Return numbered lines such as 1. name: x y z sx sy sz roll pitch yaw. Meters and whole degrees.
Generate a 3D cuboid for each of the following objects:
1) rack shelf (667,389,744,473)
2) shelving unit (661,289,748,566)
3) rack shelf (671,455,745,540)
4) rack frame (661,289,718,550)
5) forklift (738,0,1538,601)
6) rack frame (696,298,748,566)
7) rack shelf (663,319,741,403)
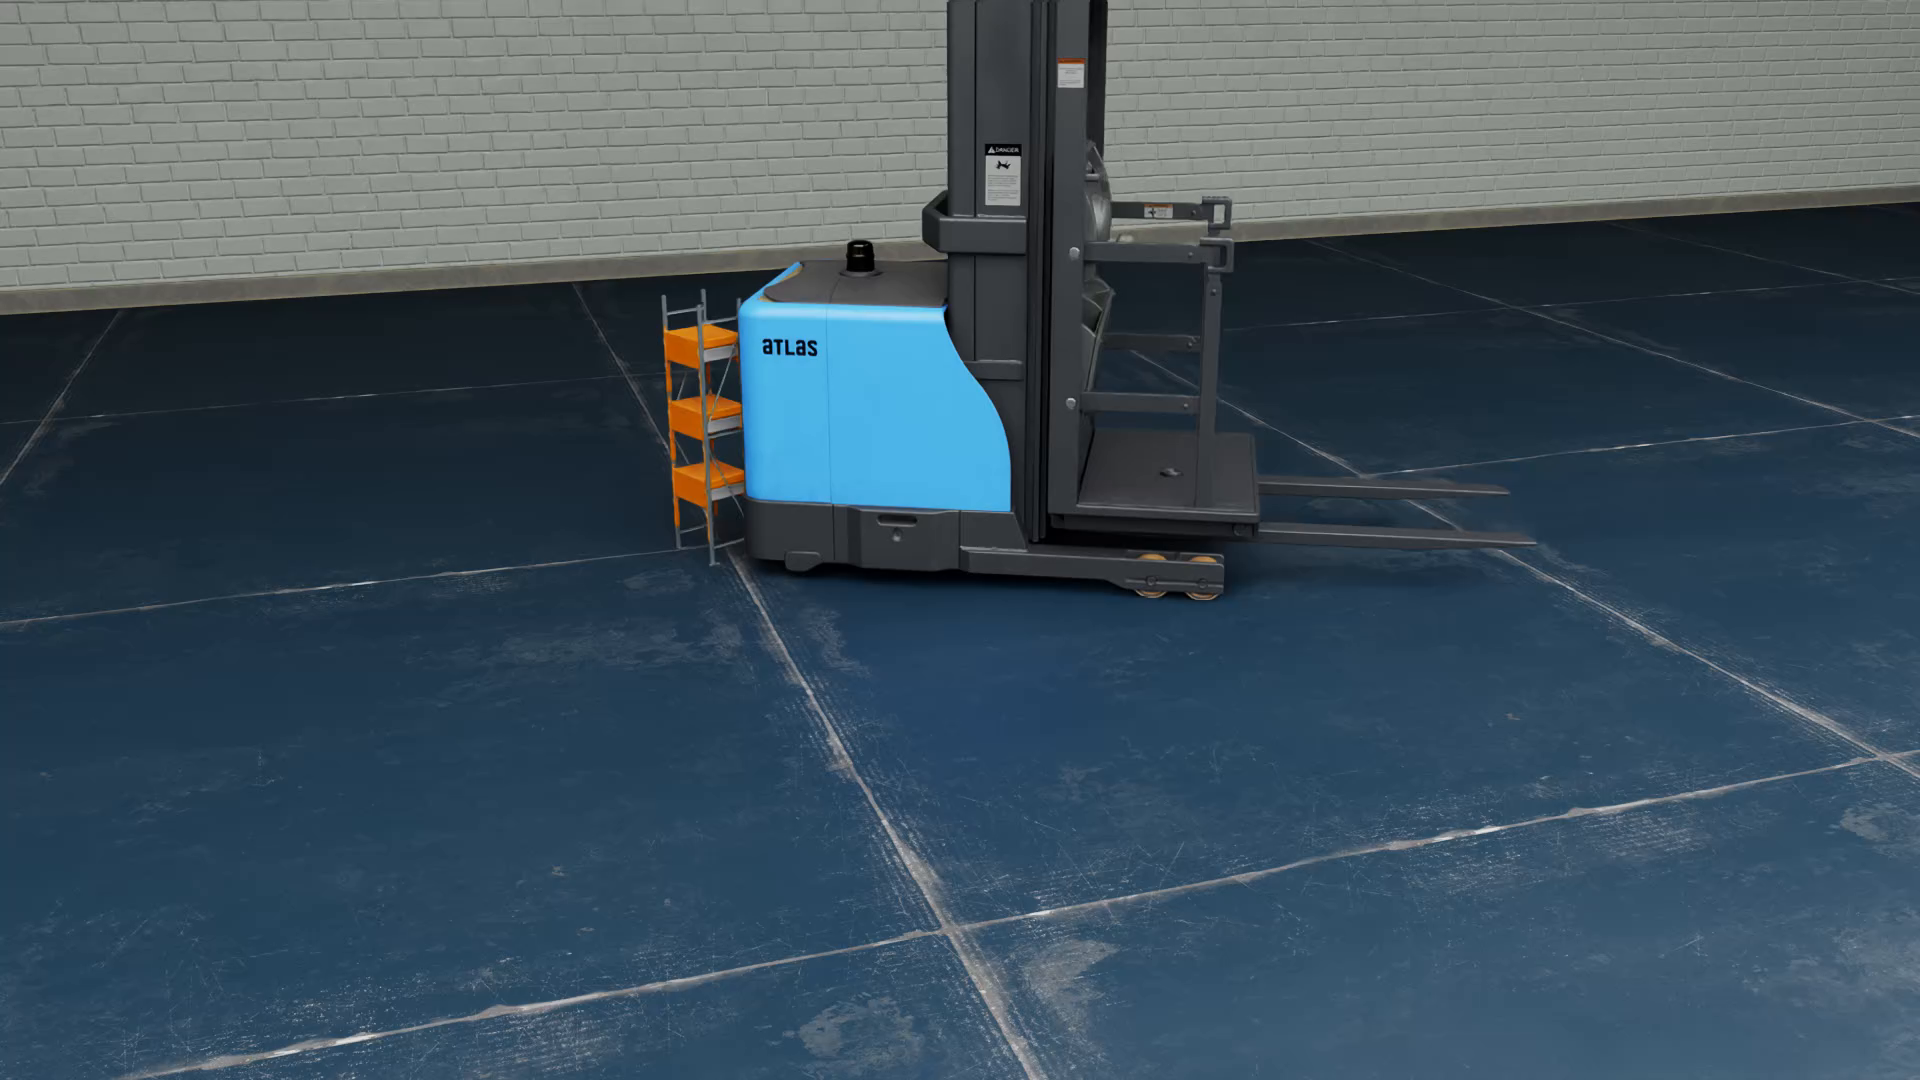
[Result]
1. rack shelf: -1.001 -0.435 6.606 0.215 0.259 0.240 -17 26 -39
2. shelving unit: -1.001 -0.445 6.603 0.215 1.050 0.252 -17 26 -39
3. rack shelf: -1.001 -0.174 6.700 0.215 0.259 0.240 -17 26 -39
4. rack frame: -1.083 -0.476 6.688 0.200 1.050 0.008 -17 26 -39
5. forklift: 0.712 -1.341 6.315 3.031 2.935 1.130 3 20 8
6. rack frame: -0.919 -0.415 6.518 0.200 1.050 0.008 -17 26 -39
7. rack shelf: -1.001 -0.702 6.511 0.215 0.259 0.240 -17 26 -39
